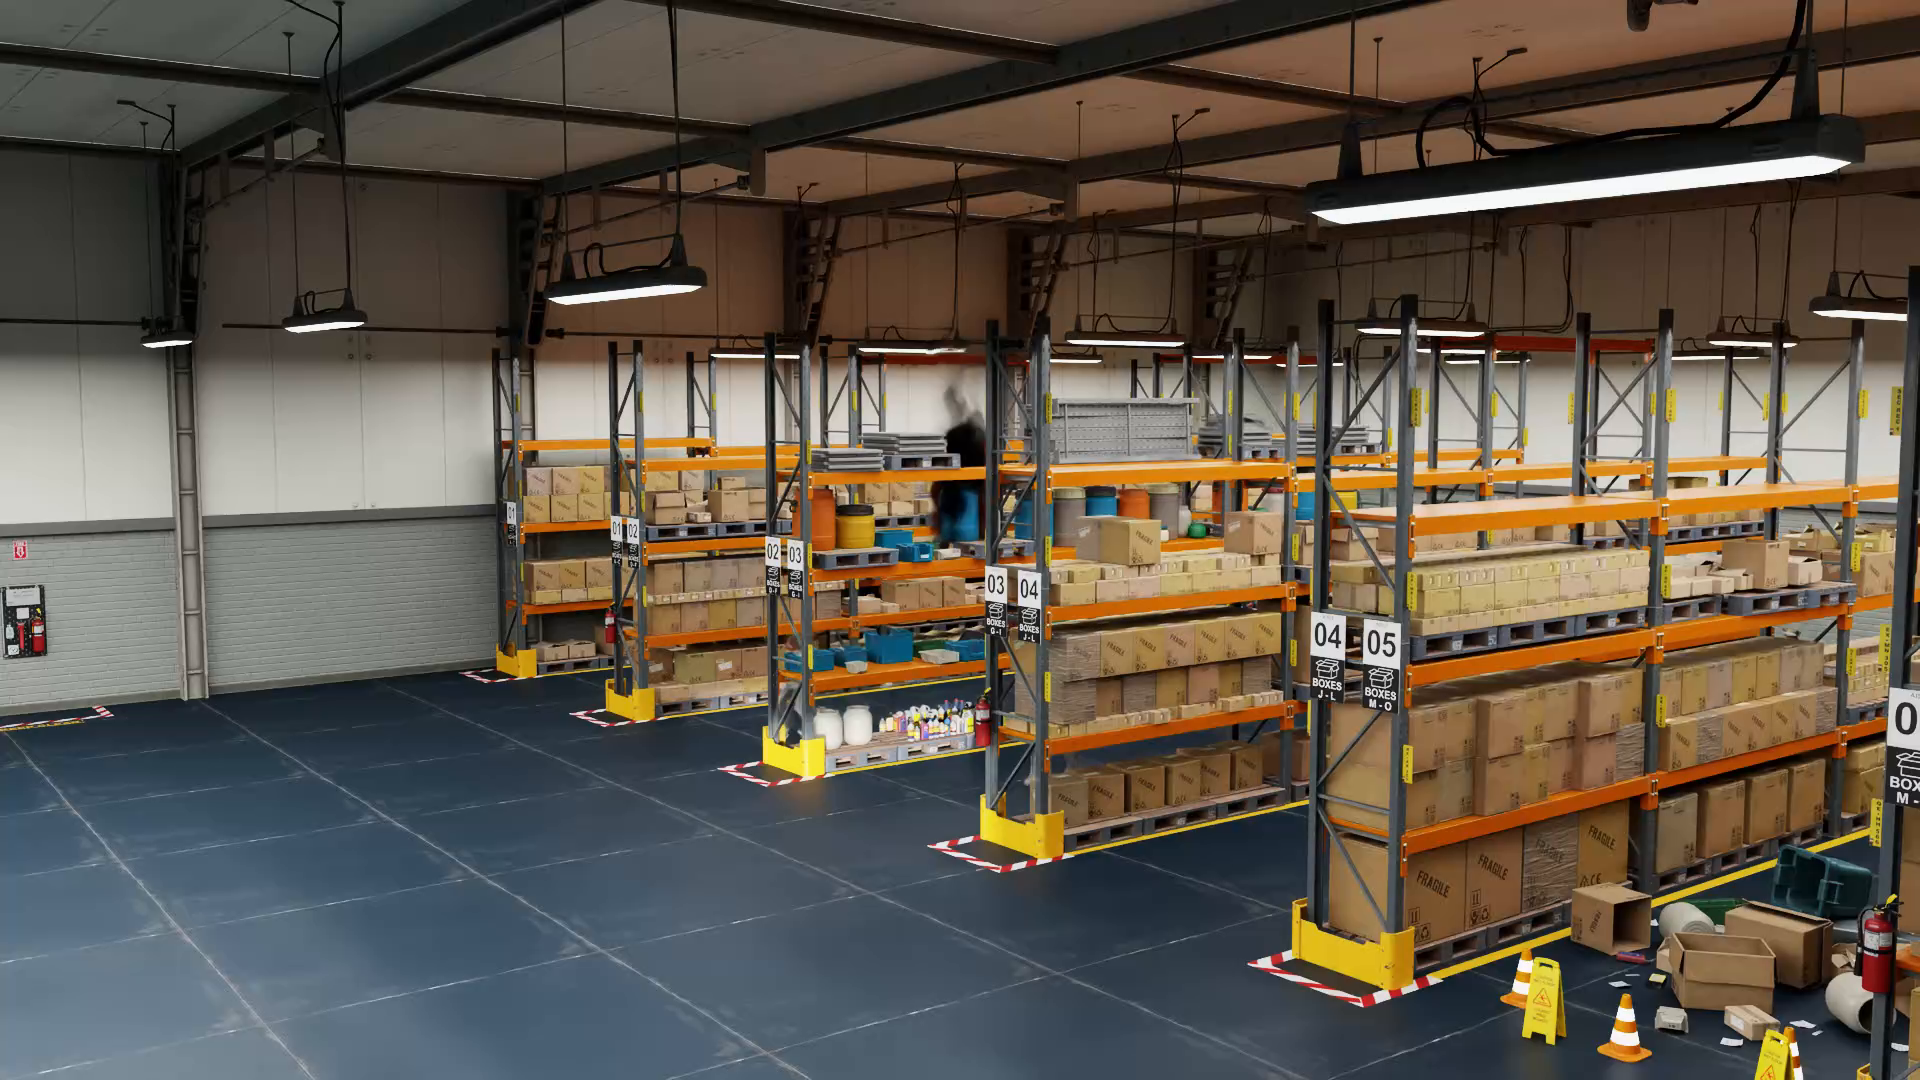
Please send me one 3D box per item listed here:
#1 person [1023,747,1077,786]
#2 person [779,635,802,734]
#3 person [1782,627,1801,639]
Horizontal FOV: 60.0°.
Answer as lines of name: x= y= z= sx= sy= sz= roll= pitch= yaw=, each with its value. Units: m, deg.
person: x=1.197 y=2.359 z=22.059 sx=0.599 sy=1.708 sz=0.860 roll=5 pitch=7 yaw=44
person: x=-2.459 y=2.213 z=24.847 sx=0.719 sy=1.622 sz=0.522 roll=-4 pitch=6 yaw=-38
person: x=12.451 y=2.140 z=24.936 sx=0.600 sy=1.713 sz=0.970 roll=4 pitch=7 yaw=41
